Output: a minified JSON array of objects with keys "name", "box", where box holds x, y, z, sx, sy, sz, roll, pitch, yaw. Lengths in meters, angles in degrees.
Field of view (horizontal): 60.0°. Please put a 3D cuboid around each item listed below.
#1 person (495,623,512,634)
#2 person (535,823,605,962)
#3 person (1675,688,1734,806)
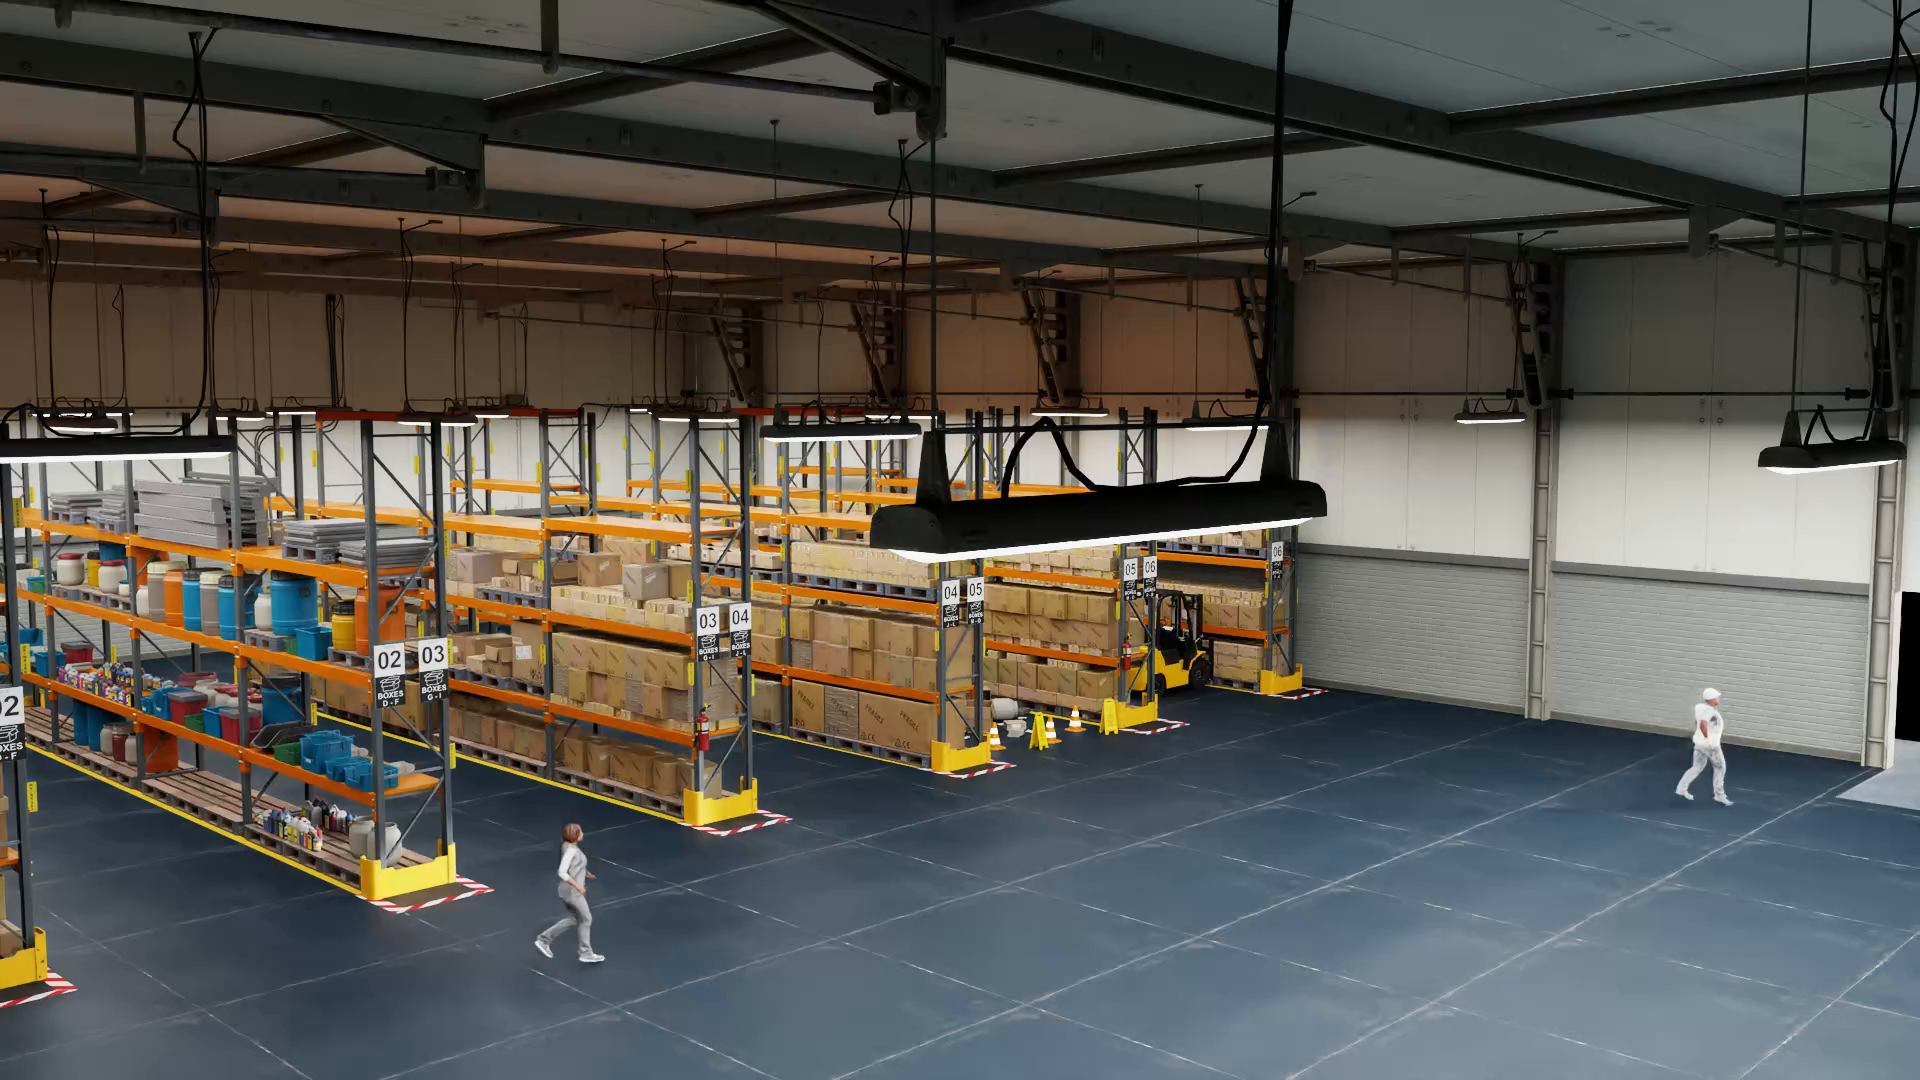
[{"name":"person","box":[-11.048,1.923,40.560,0.651,1.690,0.672,2,5,18]},{"name":"person","box":[-4.322,3.910,18.369,0.750,1.586,0.558,-2,5,-20]},{"name":"person","box":[11.464,3.172,25.581,0.860,1.817,0.668,-1,5,-7]}]
